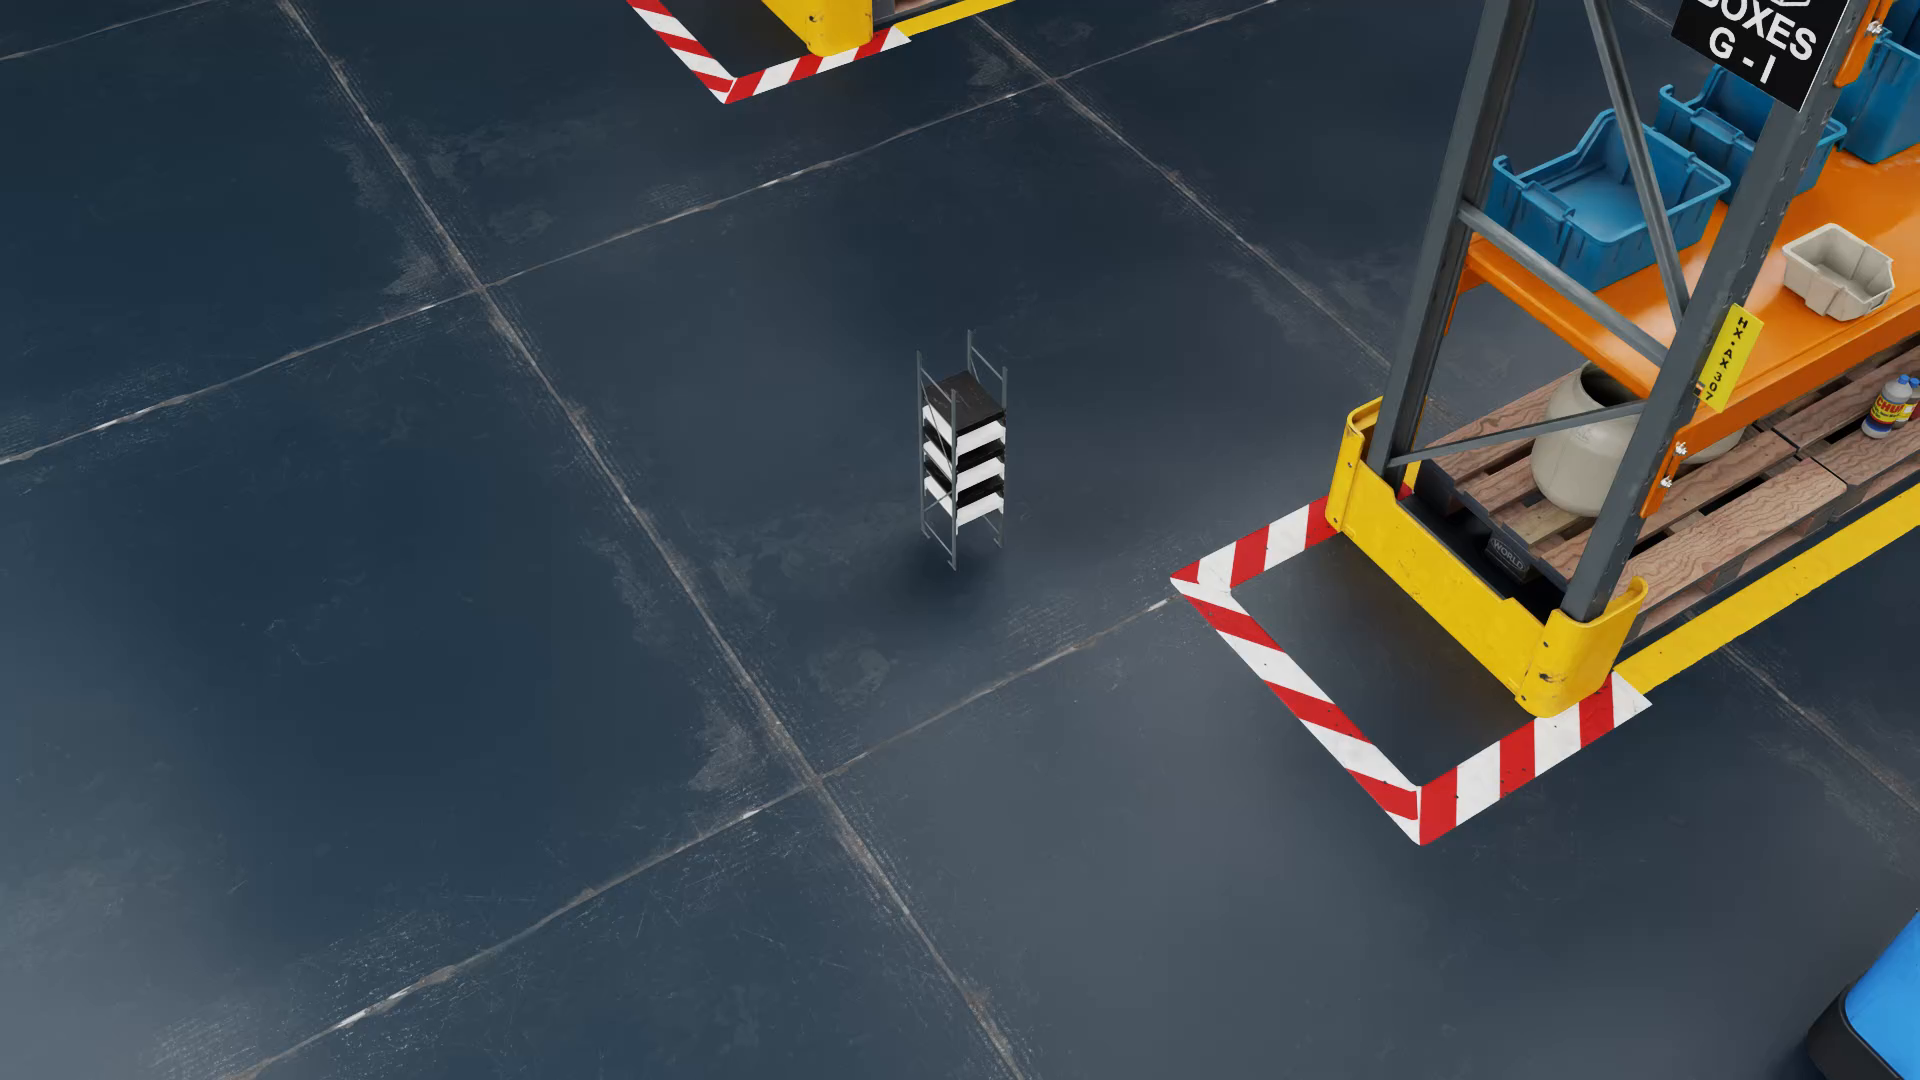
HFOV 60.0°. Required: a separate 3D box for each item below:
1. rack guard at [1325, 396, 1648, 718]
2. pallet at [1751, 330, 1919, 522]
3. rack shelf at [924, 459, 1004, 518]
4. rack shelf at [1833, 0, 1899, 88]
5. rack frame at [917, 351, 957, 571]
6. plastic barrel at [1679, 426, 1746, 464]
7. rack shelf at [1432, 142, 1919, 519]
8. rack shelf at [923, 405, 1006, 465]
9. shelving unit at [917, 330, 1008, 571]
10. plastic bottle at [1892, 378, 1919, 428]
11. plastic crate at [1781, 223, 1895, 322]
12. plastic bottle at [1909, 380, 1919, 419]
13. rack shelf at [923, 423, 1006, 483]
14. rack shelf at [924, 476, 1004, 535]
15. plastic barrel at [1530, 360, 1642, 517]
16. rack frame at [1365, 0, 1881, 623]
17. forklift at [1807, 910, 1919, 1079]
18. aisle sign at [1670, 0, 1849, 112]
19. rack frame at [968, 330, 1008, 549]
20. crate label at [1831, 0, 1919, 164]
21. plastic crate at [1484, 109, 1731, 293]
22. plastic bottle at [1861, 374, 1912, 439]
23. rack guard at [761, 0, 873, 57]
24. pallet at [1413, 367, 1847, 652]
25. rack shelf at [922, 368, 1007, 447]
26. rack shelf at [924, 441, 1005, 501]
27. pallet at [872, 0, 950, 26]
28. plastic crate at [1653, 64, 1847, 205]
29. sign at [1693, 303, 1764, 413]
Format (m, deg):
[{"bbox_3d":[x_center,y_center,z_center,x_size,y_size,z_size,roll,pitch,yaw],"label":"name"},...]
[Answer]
[{"bbox_3d":[1.822,0.026,5.892,0.348,0.500,1.175,-25,53,-21],"label":"rack guard"},{"bbox_3d":[3.542,-0.681,6.715,1.213,0.211,1.003,-25,53,-21],"label":"pallet"},{"bbox_3d":[0.007,-0.220,6.009,0.200,0.077,0.258,-25,53,-21],"label":"rack shelf"},{"bbox_3d":[3.474,-2.301,4.763,4.000,0.370,1.077,-25,53,-21],"label":"rack shelf"},{"bbox_3d":[-0.079,-0.262,5.881,0.006,0.900,0.240,-25,53,-21],"label":"rack frame"},{"bbox_3d":[2.722,-0.568,6.132,0.421,0.512,0.421,0,48,0],"label":"plastic barrel"},{"bbox_3d":[3.474,-1.303,5.884,4.000,0.370,1.077,-25,53,-21],"label":"rack shelf"},{"bbox_3d":[0.007,-0.400,5.807,0.200,0.077,0.258,-25,53,-21],"label":"rack shelf"},{"bbox_3d":[0.007,-0.302,5.917,0.210,0.900,0.258,-25,53,-21],"label":"shelving unit"},{"bbox_3d":[3.570,-0.528,6.291,0.097,0.201,0.097,0,48,0],"label":"plastic bottle"},{"bbox_3d":[2.711,-0.811,5.140,0.250,0.136,0.298,-25,53,-21],"label":"plastic crate"},{"bbox_3d":[3.683,-0.593,6.293,0.133,0.283,0.061,-24,53,-20],"label":"plastic bottle"},{"bbox_3d":[0.007,-0.340,5.874,0.200,0.077,0.258,-25,53,-21],"label":"rack shelf"},{"bbox_3d":[0.007,-0.161,6.076,0.200,0.077,0.258,-25,53,-21],"label":"rack shelf"},{"bbox_3d":[2.298,-0.368,5.954,0.421,0.512,0.421,0,48,0],"label":"plastic barrel"},{"bbox_3d":[1.783,-0.745,4.905,0.127,3.000,1.000,-25,53,-21],"label":"rack frame"},{"bbox_3d":[3.994,0.296,4.024,3.031,2.935,1.130,-24,53,-20],"label":"forklift"},{"bbox_3d":[1.878,-1.396,3.744,0.004,0.787,0.394,-25,53,-21],"label":"aisle sign"},{"bbox_3d":[0.093,-0.343,5.953,0.006,0.900,0.240,-25,53,-21],"label":"rack frame"},{"bbox_3d":[3.195,-1.661,5.697,0.616,0.435,0.502,-25,53,-21],"label":"crate label"},{"bbox_3d":[2.046,-1.084,5.307,0.616,0.251,0.499,-25,53,-21],"label":"plastic crate"},{"bbox_3d":[3.482,-0.510,6.228,0.097,0.271,0.097,0,48,0],"label":"plastic bottle"},{"bbox_3d":[-0.878,-3.034,8.618,0.348,0.500,1.175,-25,53,-21],"label":"rack guard"},{"bbox_3d":[2.512,-0.198,6.285,1.213,0.211,1.003,-25,53,-21],"label":"pallet"},{"bbox_3d":[0.007,-0.460,5.740,0.200,0.077,0.258,-25,53,-21],"label":"rack shelf"},{"bbox_3d":[0.007,-0.280,5.942,0.200,0.077,0.258,-25,53,-21],"label":"rack shelf"},{"bbox_3d":[-0.233,-3.279,9.029,1.213,0.211,1.003,-25,53,-21],"label":"pallet"},{"bbox_3d":[2.598,-1.340,5.534,0.408,0.251,0.499,-25,53,-21],"label":"plastic crate"},{"bbox_3d":[2.072,-0.488,4.491,0.005,0.325,0.100,-25,53,-21],"label":"sign"}]
